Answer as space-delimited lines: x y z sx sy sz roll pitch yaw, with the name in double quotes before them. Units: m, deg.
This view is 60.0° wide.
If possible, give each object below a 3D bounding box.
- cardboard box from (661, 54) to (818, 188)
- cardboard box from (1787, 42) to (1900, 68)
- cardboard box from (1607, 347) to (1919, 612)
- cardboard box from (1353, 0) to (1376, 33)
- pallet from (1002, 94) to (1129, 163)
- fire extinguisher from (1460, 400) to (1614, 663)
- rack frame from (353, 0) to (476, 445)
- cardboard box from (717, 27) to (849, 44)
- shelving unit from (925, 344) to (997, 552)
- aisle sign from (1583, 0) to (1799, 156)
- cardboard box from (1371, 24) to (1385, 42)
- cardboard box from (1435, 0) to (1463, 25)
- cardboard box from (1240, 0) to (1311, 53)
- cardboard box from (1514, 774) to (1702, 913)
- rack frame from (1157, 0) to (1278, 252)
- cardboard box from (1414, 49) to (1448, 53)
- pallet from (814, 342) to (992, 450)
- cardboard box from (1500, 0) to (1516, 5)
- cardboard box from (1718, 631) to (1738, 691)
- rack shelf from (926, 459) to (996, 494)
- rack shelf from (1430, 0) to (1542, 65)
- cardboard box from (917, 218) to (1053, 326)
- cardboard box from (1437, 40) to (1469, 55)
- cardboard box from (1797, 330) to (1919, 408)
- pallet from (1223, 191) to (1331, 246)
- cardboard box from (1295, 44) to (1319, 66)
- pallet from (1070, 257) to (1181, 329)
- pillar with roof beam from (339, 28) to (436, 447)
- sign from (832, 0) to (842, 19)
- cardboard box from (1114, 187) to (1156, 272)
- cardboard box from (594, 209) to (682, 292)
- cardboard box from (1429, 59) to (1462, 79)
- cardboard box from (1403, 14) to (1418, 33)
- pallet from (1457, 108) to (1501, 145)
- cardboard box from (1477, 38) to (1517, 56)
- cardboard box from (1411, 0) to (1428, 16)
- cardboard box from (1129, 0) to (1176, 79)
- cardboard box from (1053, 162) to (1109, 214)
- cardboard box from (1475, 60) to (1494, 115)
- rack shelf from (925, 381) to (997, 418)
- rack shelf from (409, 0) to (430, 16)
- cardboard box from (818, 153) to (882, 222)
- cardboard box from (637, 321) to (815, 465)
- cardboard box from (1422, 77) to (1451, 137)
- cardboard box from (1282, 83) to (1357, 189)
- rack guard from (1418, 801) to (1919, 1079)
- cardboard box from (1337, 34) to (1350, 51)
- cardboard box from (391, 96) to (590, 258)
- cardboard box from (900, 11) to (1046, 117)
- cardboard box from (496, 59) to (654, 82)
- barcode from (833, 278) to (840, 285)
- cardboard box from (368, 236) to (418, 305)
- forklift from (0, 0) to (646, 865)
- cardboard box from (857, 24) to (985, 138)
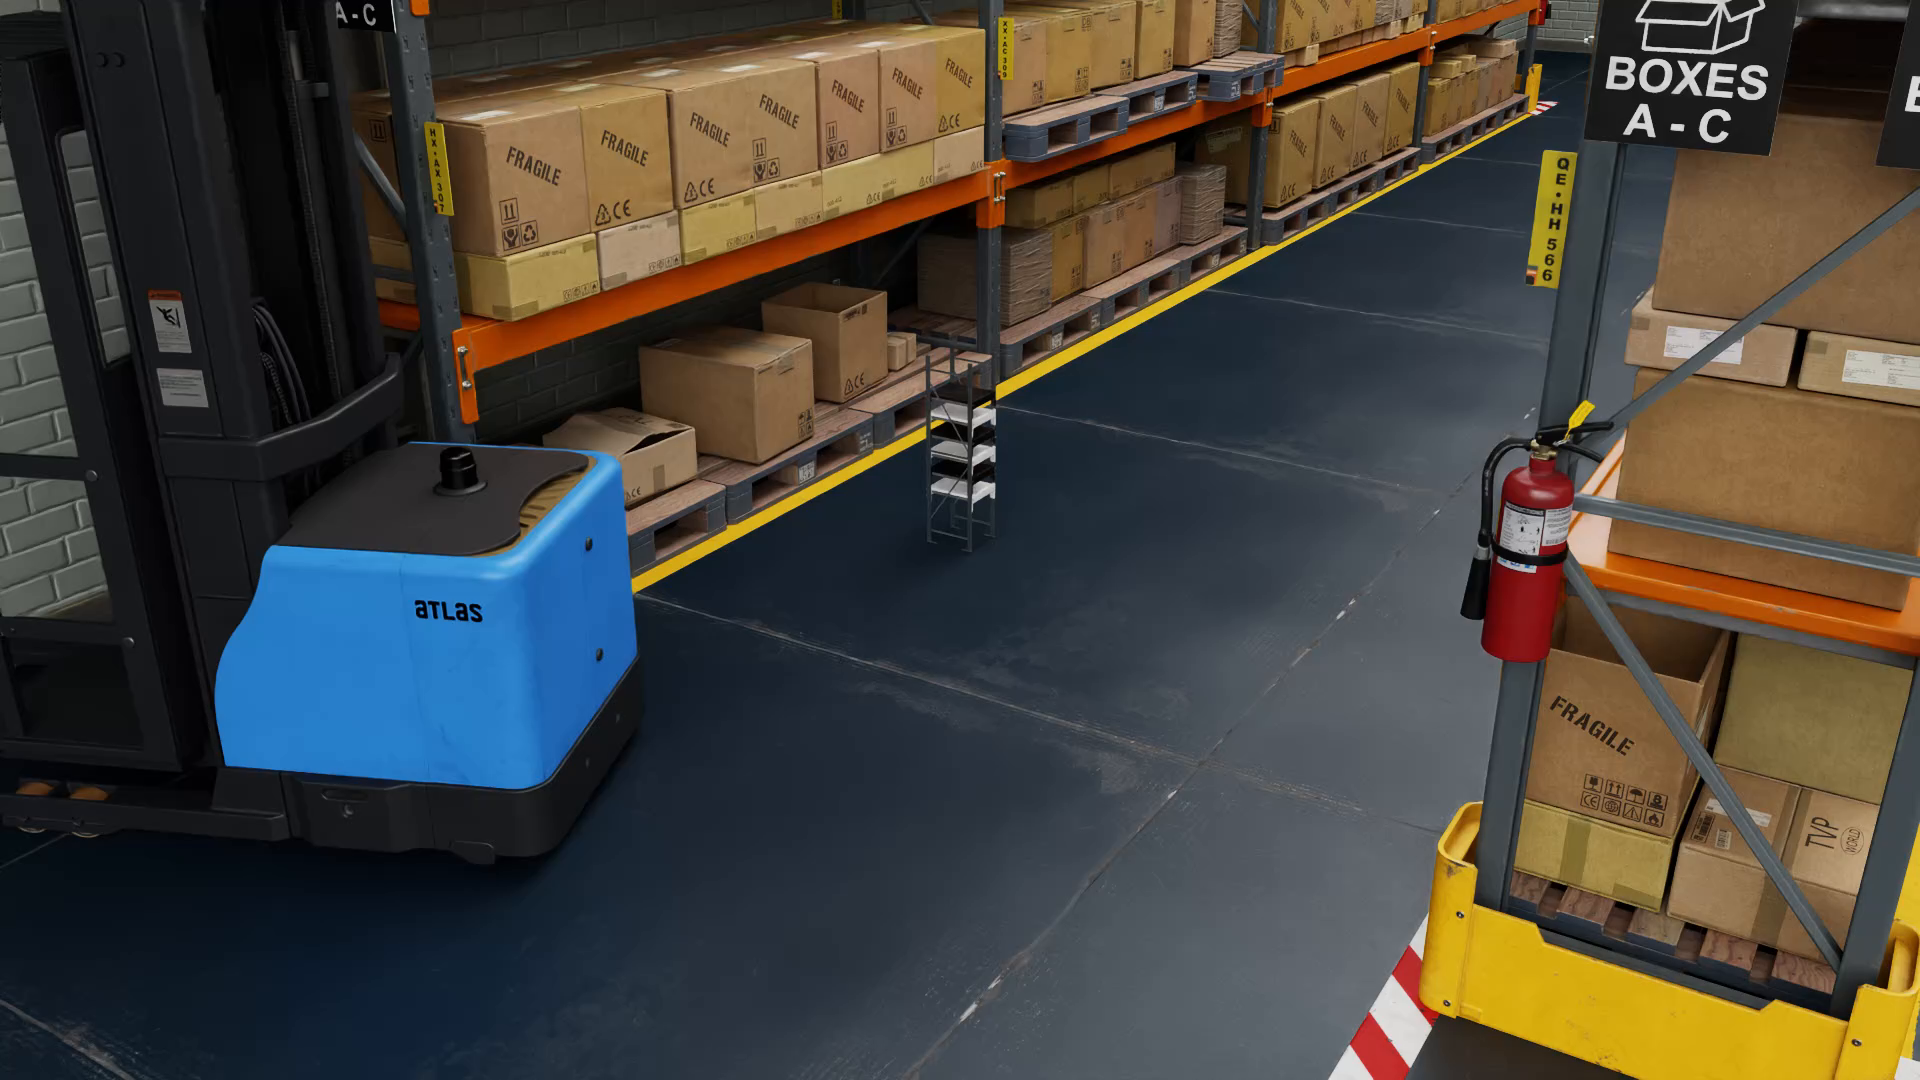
"cardboard box" -1.012 -1.941 7.678 0.500 0.500 0.500 15 27 31
"cardboard box" 2.705 -1.170 4.919 0.700 0.500 0.500 14 27 29
"cardboard box" 2.139 -0.208 4.329 0.700 0.500 0.500 14 27 29
"cardboard box" 3.180 -4.565 13.995 0.500 0.500 0.500 15 27 30
"pallet" 0.308 -2.534 10.068 1.003 0.211 1.213 14 27 29
"fire extinguisher" 1.425 -0.029 4.139 0.296 0.674 0.183 14 27 29
"rack frame" -2.329 -1.044 6.386 1.000 3.000 0.127 14 27 29
"cardboard box" -0.920 -2.390 8.715 0.500 0.500 0.500 14 27 29
"shelving unit" 0.004 -0.416 7.578 0.258 0.900 0.210 14 27 29
"aisle sign" 1.598 -1.240 3.566 0.394 0.787 0.004 14 27 29
"cardboard box" 3.501 -4.477 14.606 0.380 0.149 0.250 14 27 29
"cardboard box" 4.301 -5.412 16.097 0.980 0.700 0.700 14 27 30
"cardboard box" 2.365 -4.046 12.795 0.500 0.500 0.500 15 27 30
"cardboard box" 1.914 0.819 5.015 0.500 0.250 0.500 14 27 29
"rack frame" 1.891 -3.744 12.623 1.000 3.000 0.127 14 27 29
"cardboard box" 4.922 -5.101 17.558 0.380 0.149 0.250 13 27 28
"pallet" -0.543 -0.880 9.518 1.003 0.211 1.213 14 27 29
"cardboard box" 5.476 -6.160 17.826 0.980 0.700 0.700 14 27 29
"cardboard box" 2.427 0.134 5.654 0.500 0.500 0.500 14 27 29
"rack shelf" 0.004 -0.303 7.627 0.258 0.077 0.200 14 27 29
"rack shelf" 5.056 -5.439 17.444 1.077 0.370 4.000 14 27 29
"cardboard box" 0.156 -1.701 10.496 0.700 0.500 0.500 15 28 31
"cardboard box" 5.324 -5.359 18.155 0.380 0.149 0.250 14 27 29
"cardboard box" 2.272 -0.438 4.044 0.380 0.149 0.250 14 27 29
"pallet" 2.371 -2.715 13.755 1.003 0.211 1.213 14 27 29
"cardboard box" 2.614 -3.856 13.172 0.380 0.149 0.250 15 27 31
"pallet" 0.834 -1.791 11.621 1.003 0.211 1.213 14 27 29
"pillar with roof beam" 0.963 -3.313 4.075 9.100 9.000 0.400 14 27 29
"sign" -0.692 -3.041 9.541 0.100 0.325 0.005 14 27 29
"cardboard box" 0.947 -2.222 11.699 0.700 0.500 0.500 14 27 29
"cardboard box" -1.540 -1.261 7.050 0.500 0.250 0.500 13 27 27
"cardboard box" 4.819 -4.746 16.738 0.380 0.149 0.250 15 28 31
"cardboard box" 3.951 -4.725 15.179 0.380 0.149 0.250 14 27 30
"pallet" 5.112 -4.468 17.806 1.003 0.211 1.213 14 27 29
"cardboard box" 5.914 -5.449 18.362 0.380 0.149 0.250 14 27 28
"cardboard box" 3.972 -5.077 15.177 0.500 0.500 0.500 13 27 28
"cardboard box" 1.014 -3.406 11.163 0.700 0.500 0.500 14 27 29
"cardboard box" 0.656 -2.371 11.099 0.500 0.250 0.500 13 27 27
"cardboard box" 5.298 -4.894 17.897 0.700 0.500 0.500 13 27 27
"rack shelf" 0.004 -0.633 7.484 0.258 0.077 0.200 14 27 29
"rack shelf" -1.274 -2.766 7.492 1.077 0.370 4.000 14 27 29
"cardboard box" -0.733 -1.772 8.230 0.500 0.250 0.500 14 27 29
"cardboard box" -1.157 -0.743 8.283 0.700 0.500 0.500 12 26 26
"cardboard box" 4.483 -4.371 16.688 0.700 0.500 0.500 14 27 30
"cardboard box" 2.858 -3.465 14.157 0.750 0.750 0.750 14 27 29
"rack guard" 1.869 1.148 4.469 1.175 0.500 0.348 14 27 29
"cardboard box" 3.062 -4.221 14.015 0.380 0.149 0.250 14 27 29
"cardboard box" -1.821 -1.427 6.490 0.500 0.500 0.500 14 27 29
"cardboard box" 0.079 -2.807 9.778 0.700 0.500 0.500 14 27 29
"cardboard box" -1.718 -1.875 7.526 0.500 0.500 0.500 13 27 28
"barcode" -0.707 -1.464 9.545 0.001 0.075 0.075 14 27 29
"cardboard box" -2.247 -1.183 6.870 0.500 0.250 0.500 14 27 30
"forklift" -2.715 -0.566 5.368 3.031 2.935 1.130 3 24 8
"cardboard box" -0.205 -2.454 8.863 0.500 0.500 0.500 14 27 29
